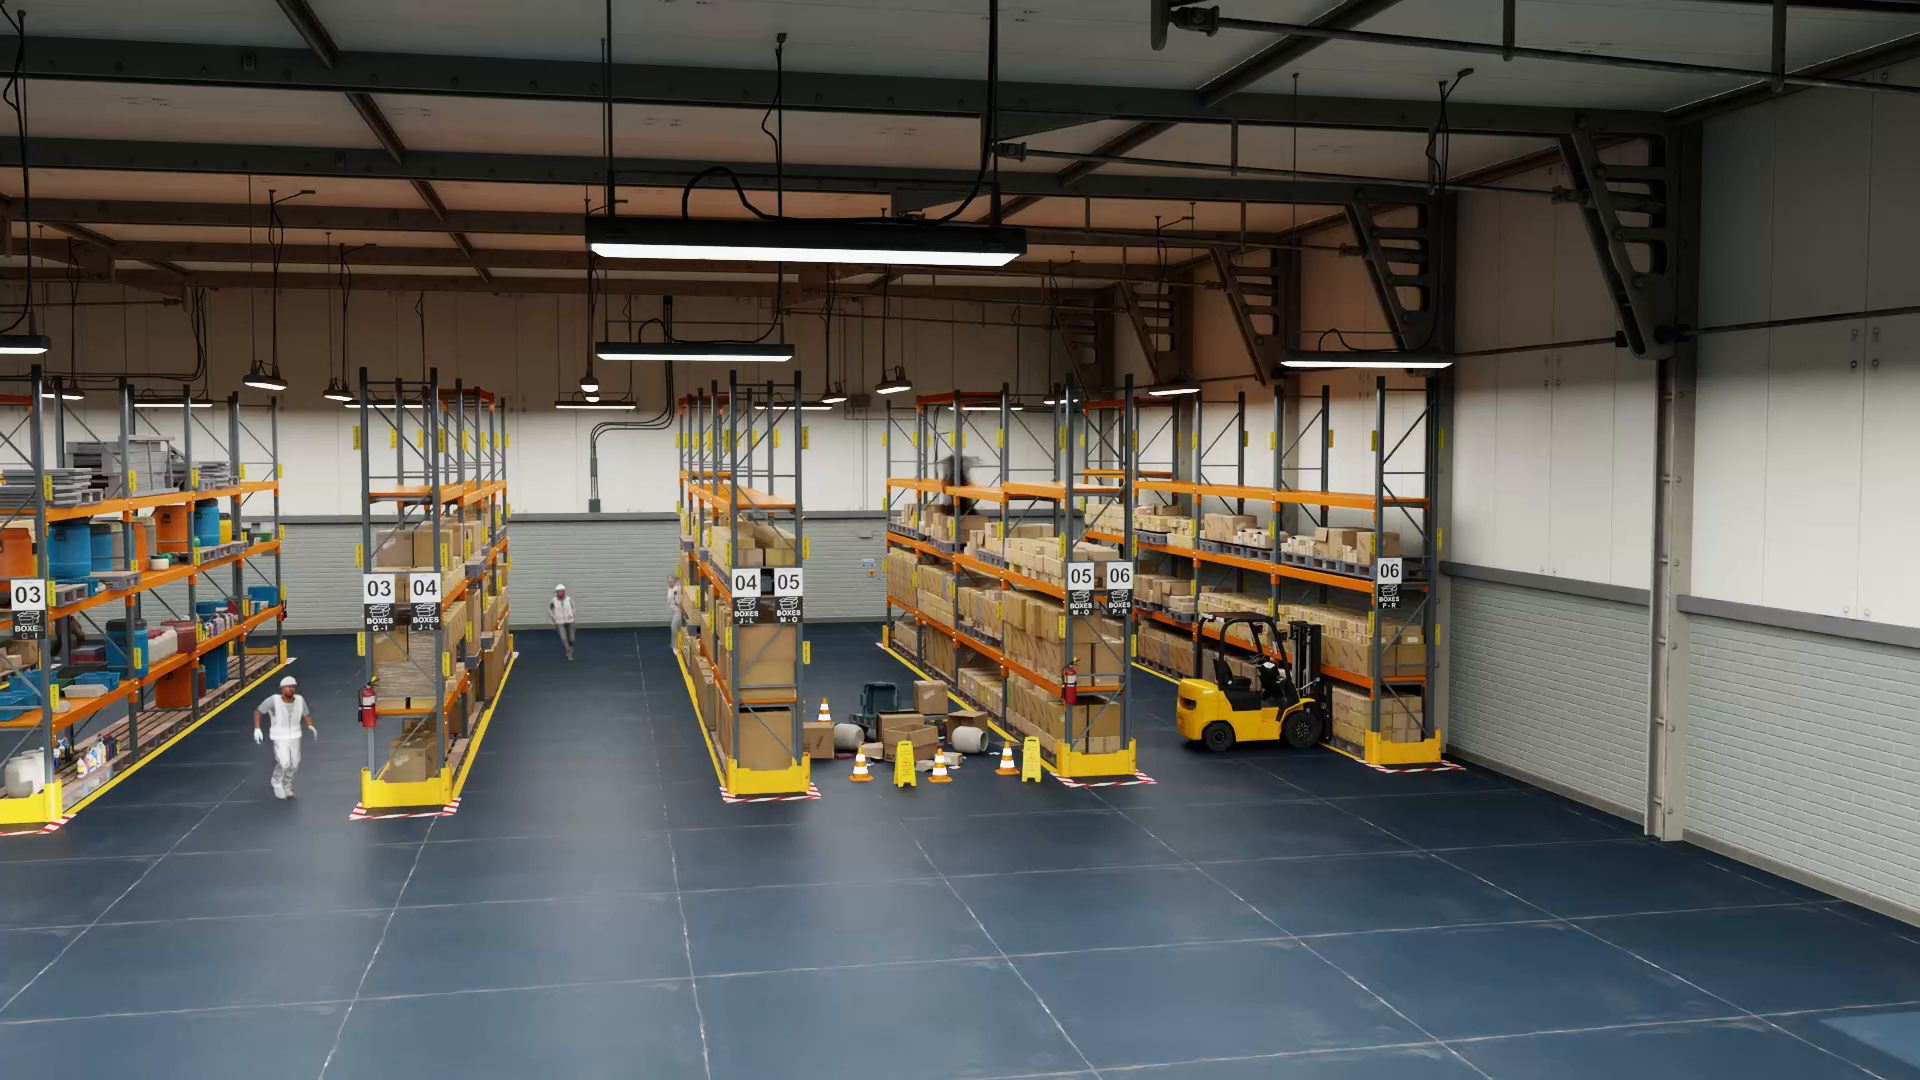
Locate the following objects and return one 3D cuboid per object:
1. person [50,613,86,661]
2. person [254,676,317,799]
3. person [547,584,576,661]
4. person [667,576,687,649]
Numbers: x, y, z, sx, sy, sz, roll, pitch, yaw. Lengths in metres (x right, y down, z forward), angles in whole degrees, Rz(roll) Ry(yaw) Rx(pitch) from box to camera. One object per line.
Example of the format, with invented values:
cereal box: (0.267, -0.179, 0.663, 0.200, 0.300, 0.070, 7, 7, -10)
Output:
person: (-20.124, 1.903, 37.377, 0.889, 1.823, 0.703, 1, 4, 16)
person: (-9.360, 2.755, 23.114, 0.692, 1.721, 0.735, -3, 5, -43)
person: (-9.109, 1.881, 38.089, 0.653, 1.739, 0.822, -1, 4, -20)
person: (-6.754, 1.746, 40.382, 0.805, 1.785, 0.642, -2, 4, -36)
